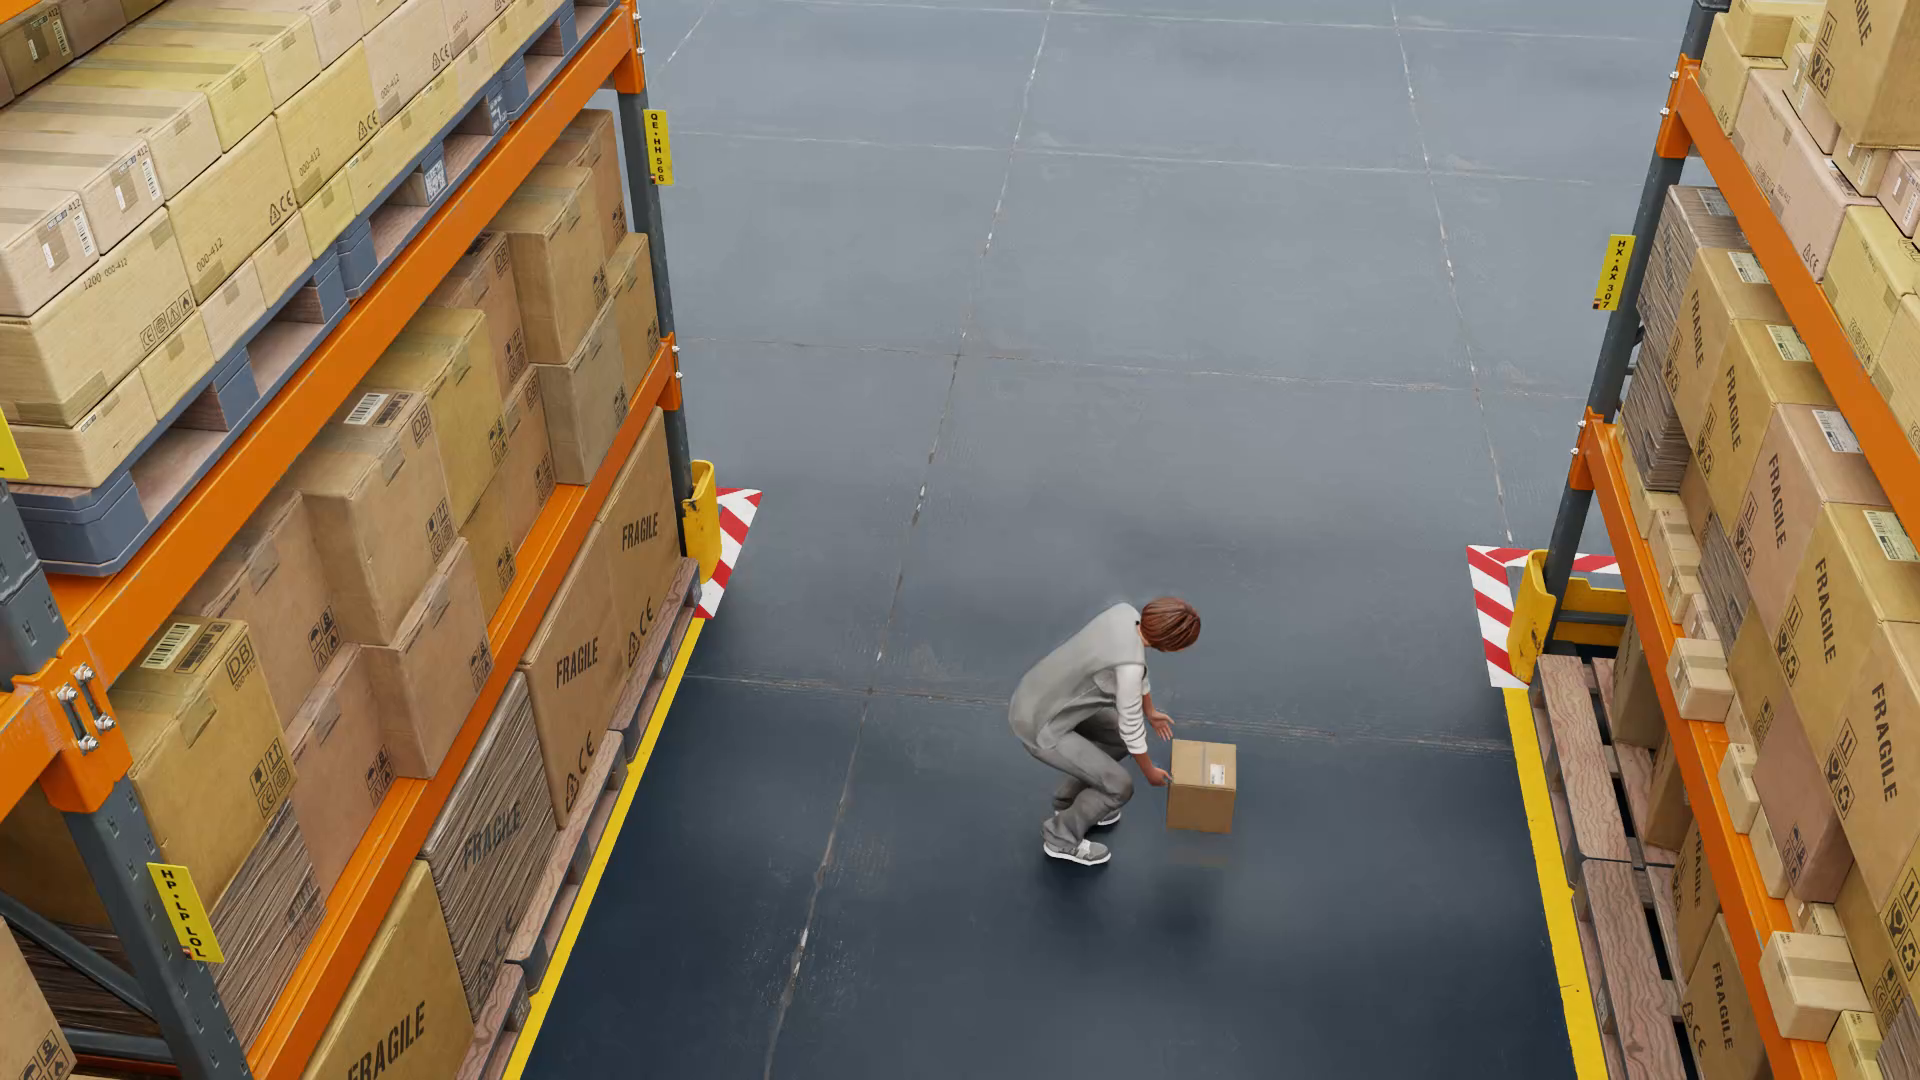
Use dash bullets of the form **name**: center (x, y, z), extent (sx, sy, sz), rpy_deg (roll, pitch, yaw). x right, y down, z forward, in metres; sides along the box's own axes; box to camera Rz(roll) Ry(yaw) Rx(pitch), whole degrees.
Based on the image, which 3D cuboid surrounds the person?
- **person**: center (0.538, 0.697, 6.430), extent (0.698, 1.217, 0.463), rpy_deg (4, 37, 6)
